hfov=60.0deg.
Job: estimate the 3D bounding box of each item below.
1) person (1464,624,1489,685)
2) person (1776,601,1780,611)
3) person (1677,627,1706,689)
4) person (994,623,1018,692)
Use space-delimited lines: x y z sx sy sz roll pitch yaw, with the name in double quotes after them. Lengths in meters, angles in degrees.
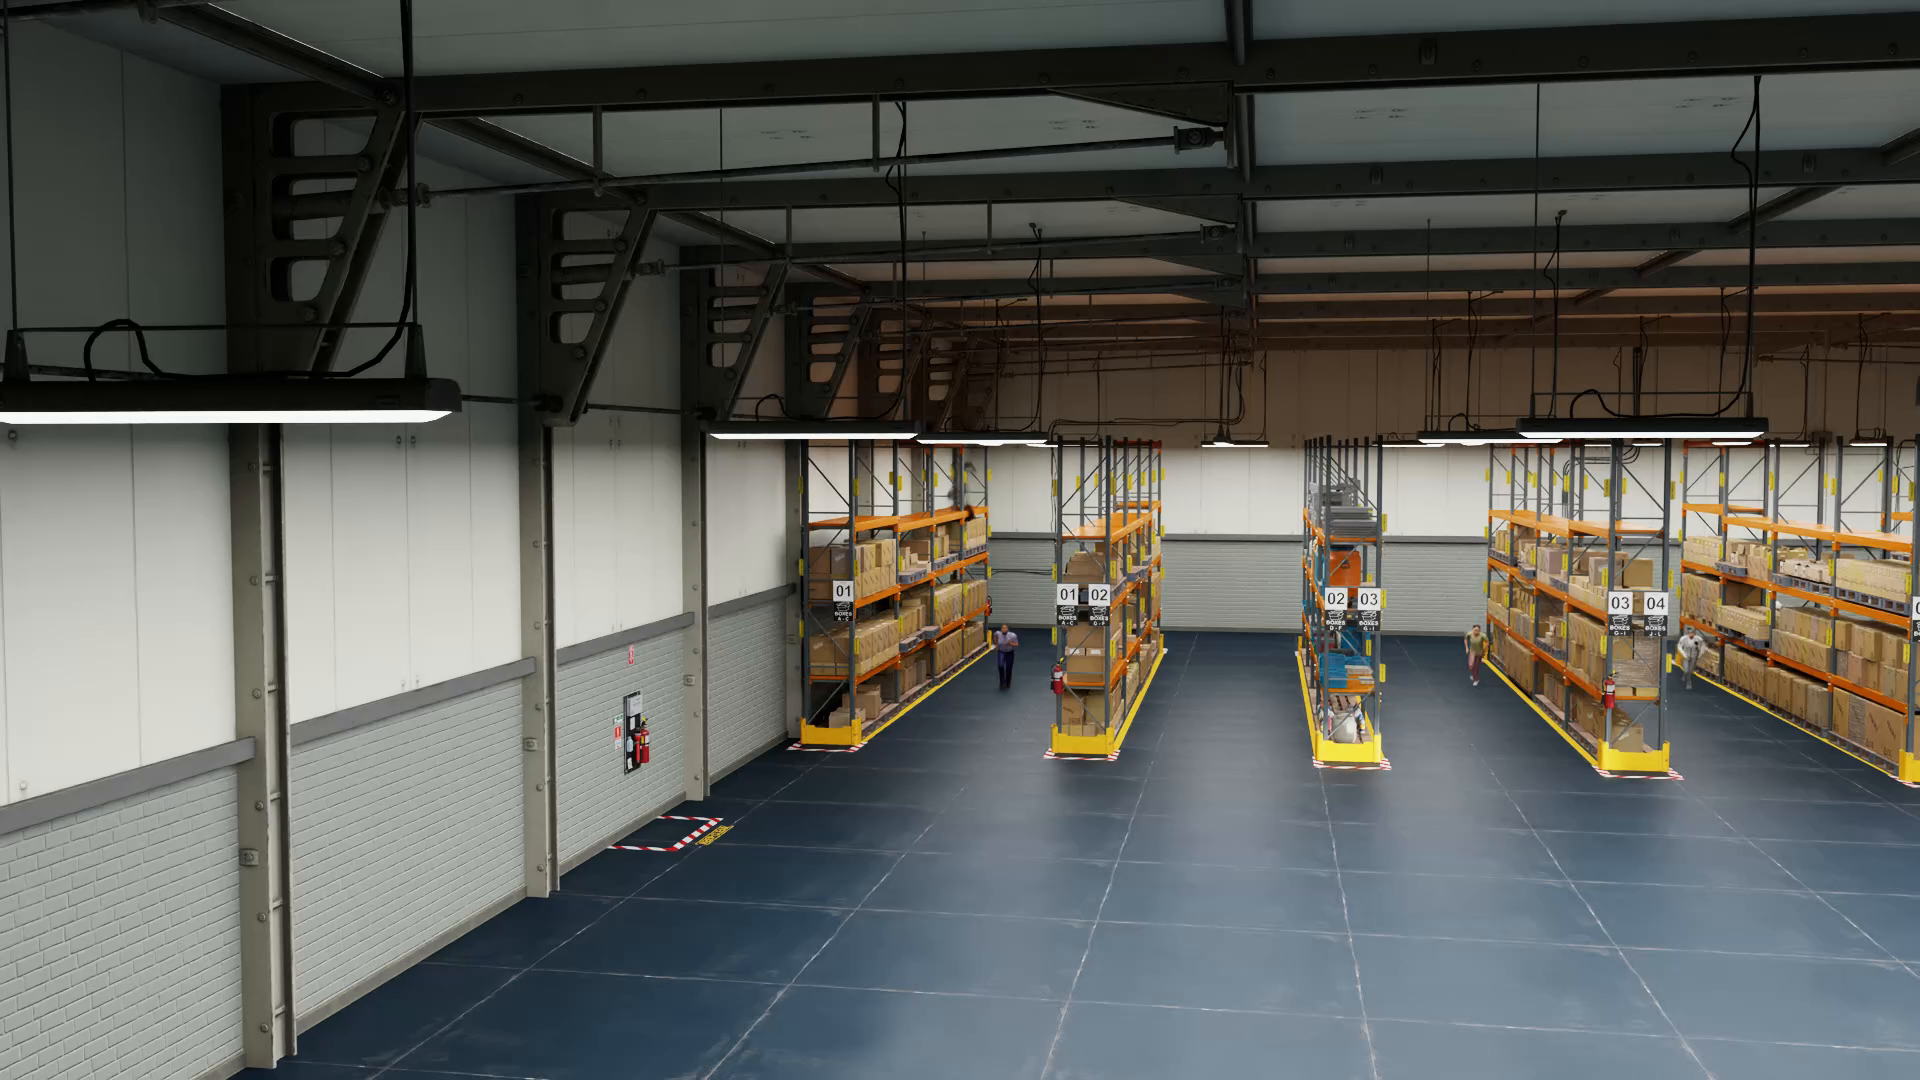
12.683 2.783 40.792 0.589 1.529 0.973 1 3 20 "person"
21.217 2.416 43.321 0.646 1.678 0.770 0 3 1 "person"
17.548 2.822 39.908 0.640 1.527 0.807 1 3 17 "person"
1.098 2.788 39.666 0.598 1.626 0.891 0 3 3 "person"
